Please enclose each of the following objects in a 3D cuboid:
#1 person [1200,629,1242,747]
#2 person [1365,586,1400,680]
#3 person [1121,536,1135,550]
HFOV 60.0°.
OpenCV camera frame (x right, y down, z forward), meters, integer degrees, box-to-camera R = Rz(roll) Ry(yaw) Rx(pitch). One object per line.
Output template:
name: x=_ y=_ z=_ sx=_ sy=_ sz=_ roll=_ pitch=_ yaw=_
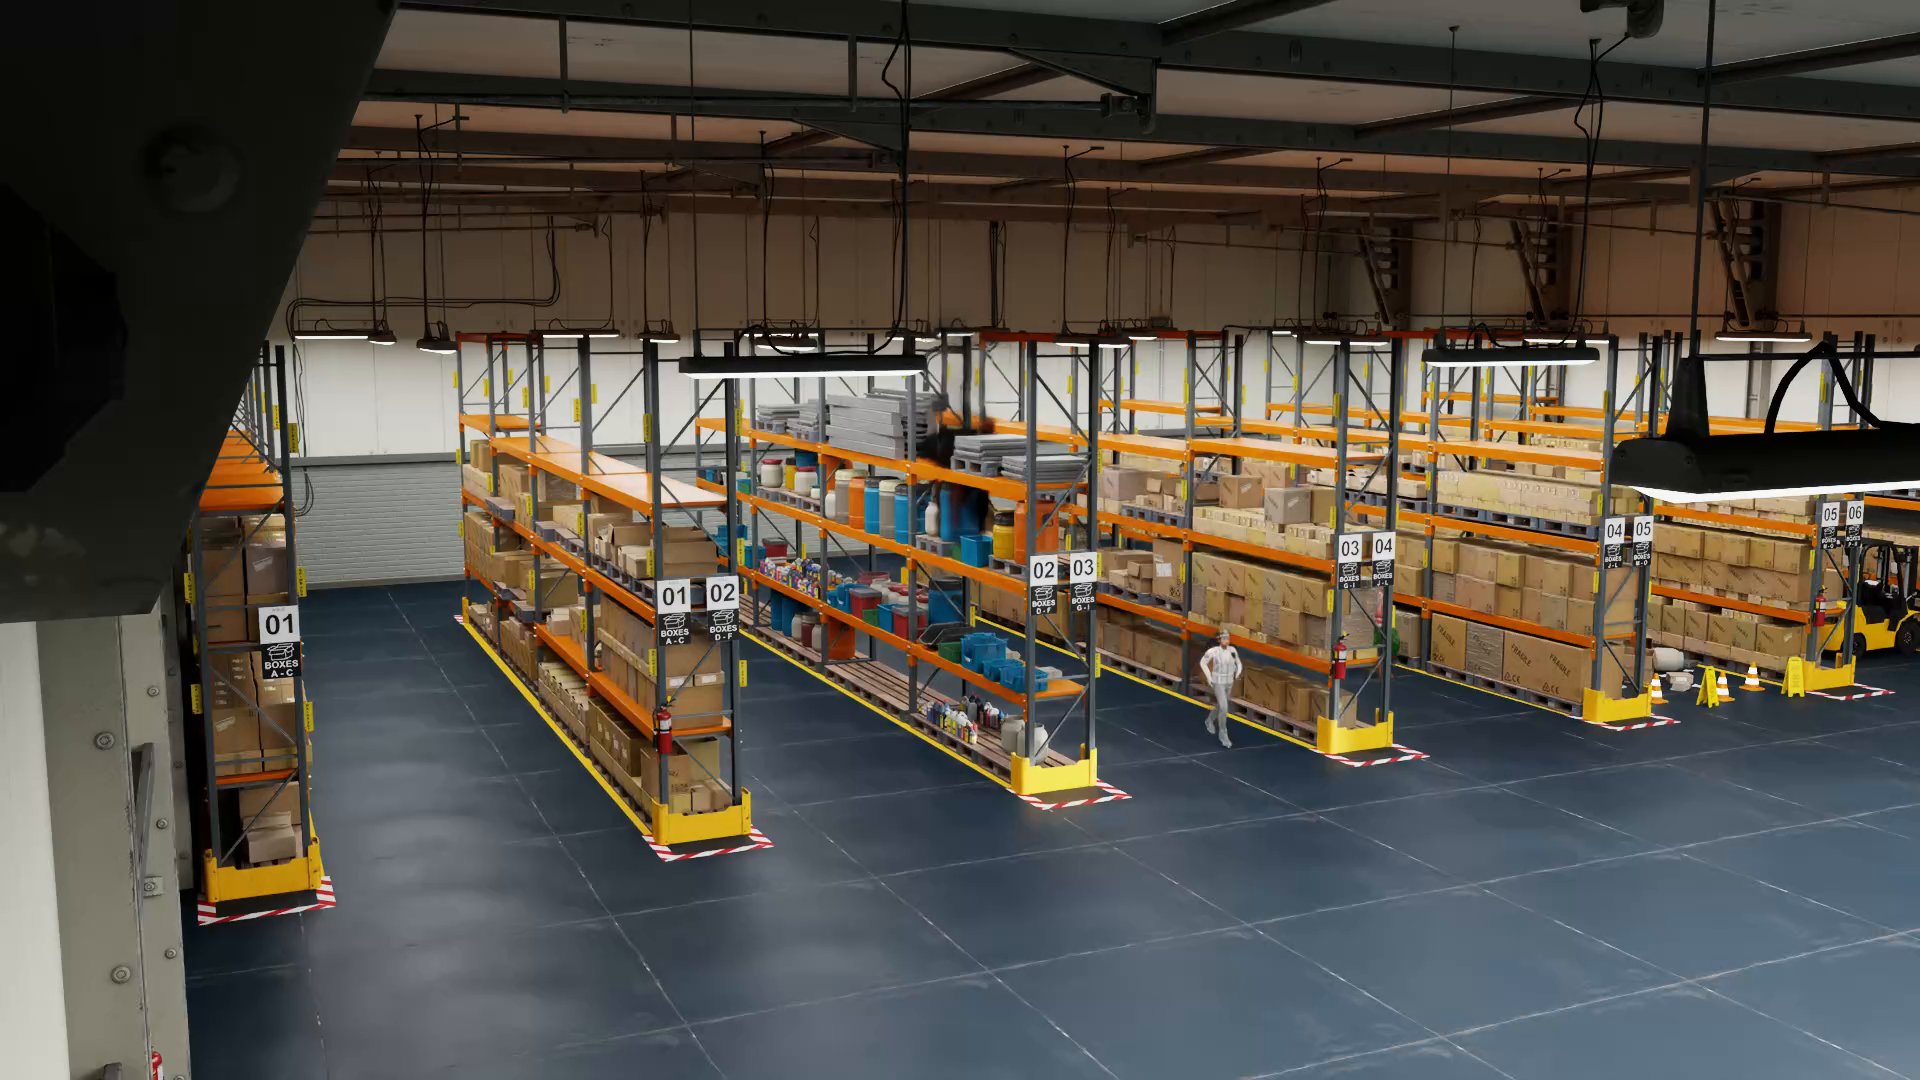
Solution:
person: x=3.900 y=2.159 z=24.805 sx=0.605 sy=1.745 sz=0.772 roll=-3 pitch=8 yaw=-24
person: x=7.421 y=1.531 z=29.094 sx=0.632 sy=1.824 sz=0.705 roll=-5 pitch=9 yaw=-31
person: x=4.299 y=-0.154 z=42.054 sx=0.667 sy=1.752 sz=0.756 roll=2 pitch=8 yaw=16
